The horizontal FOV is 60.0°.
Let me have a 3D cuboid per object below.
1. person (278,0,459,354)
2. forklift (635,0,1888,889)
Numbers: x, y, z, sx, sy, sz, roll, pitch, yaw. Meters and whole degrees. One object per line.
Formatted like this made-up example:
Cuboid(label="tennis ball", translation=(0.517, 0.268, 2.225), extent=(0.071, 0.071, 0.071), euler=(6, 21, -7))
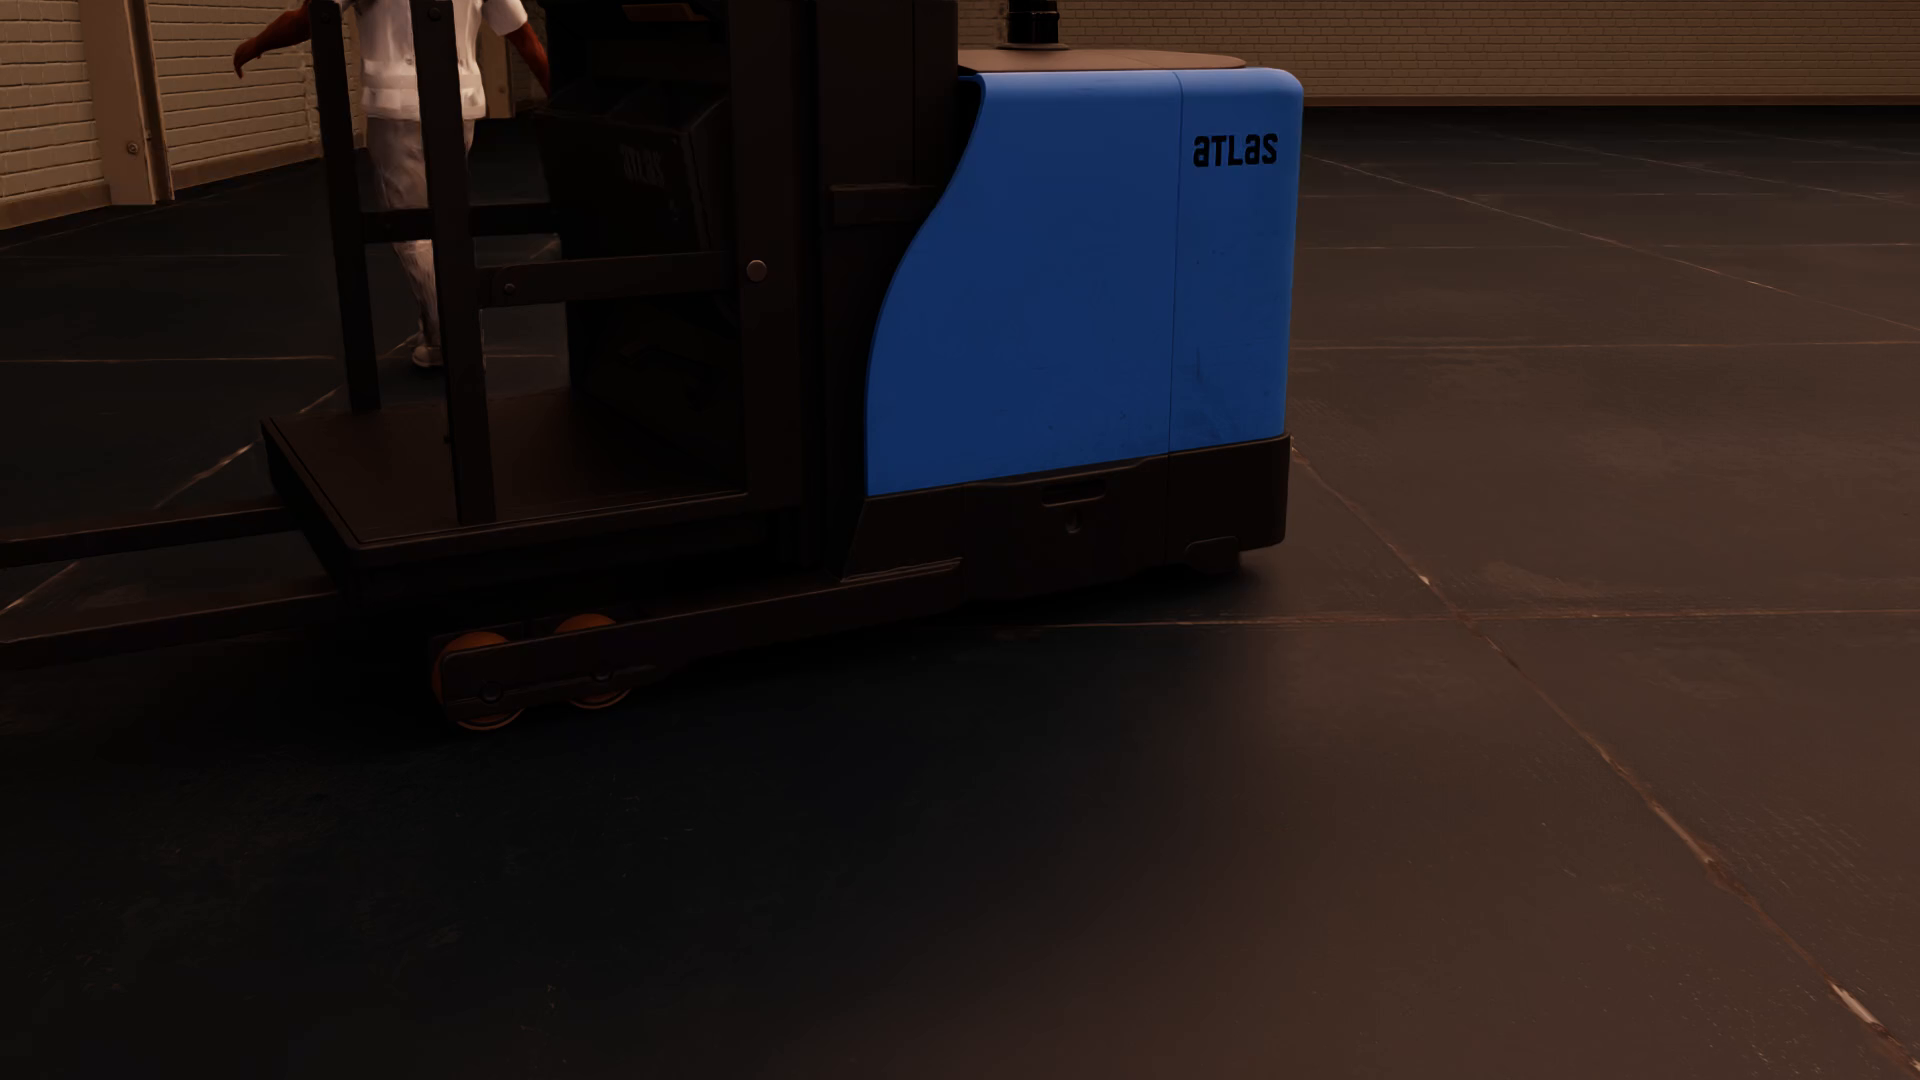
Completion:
Cuboid(label="person", translation=(-2.166, -1.580, 6.082), extent=(0.633, 1.759, 0.462), euler=(-15, 22, -40))
Cuboid(label="forklift", translation=(0.258, -1.240, 2.962), extent=(1.130, 2.935, 3.031), euler=(-8, 19, -24))
